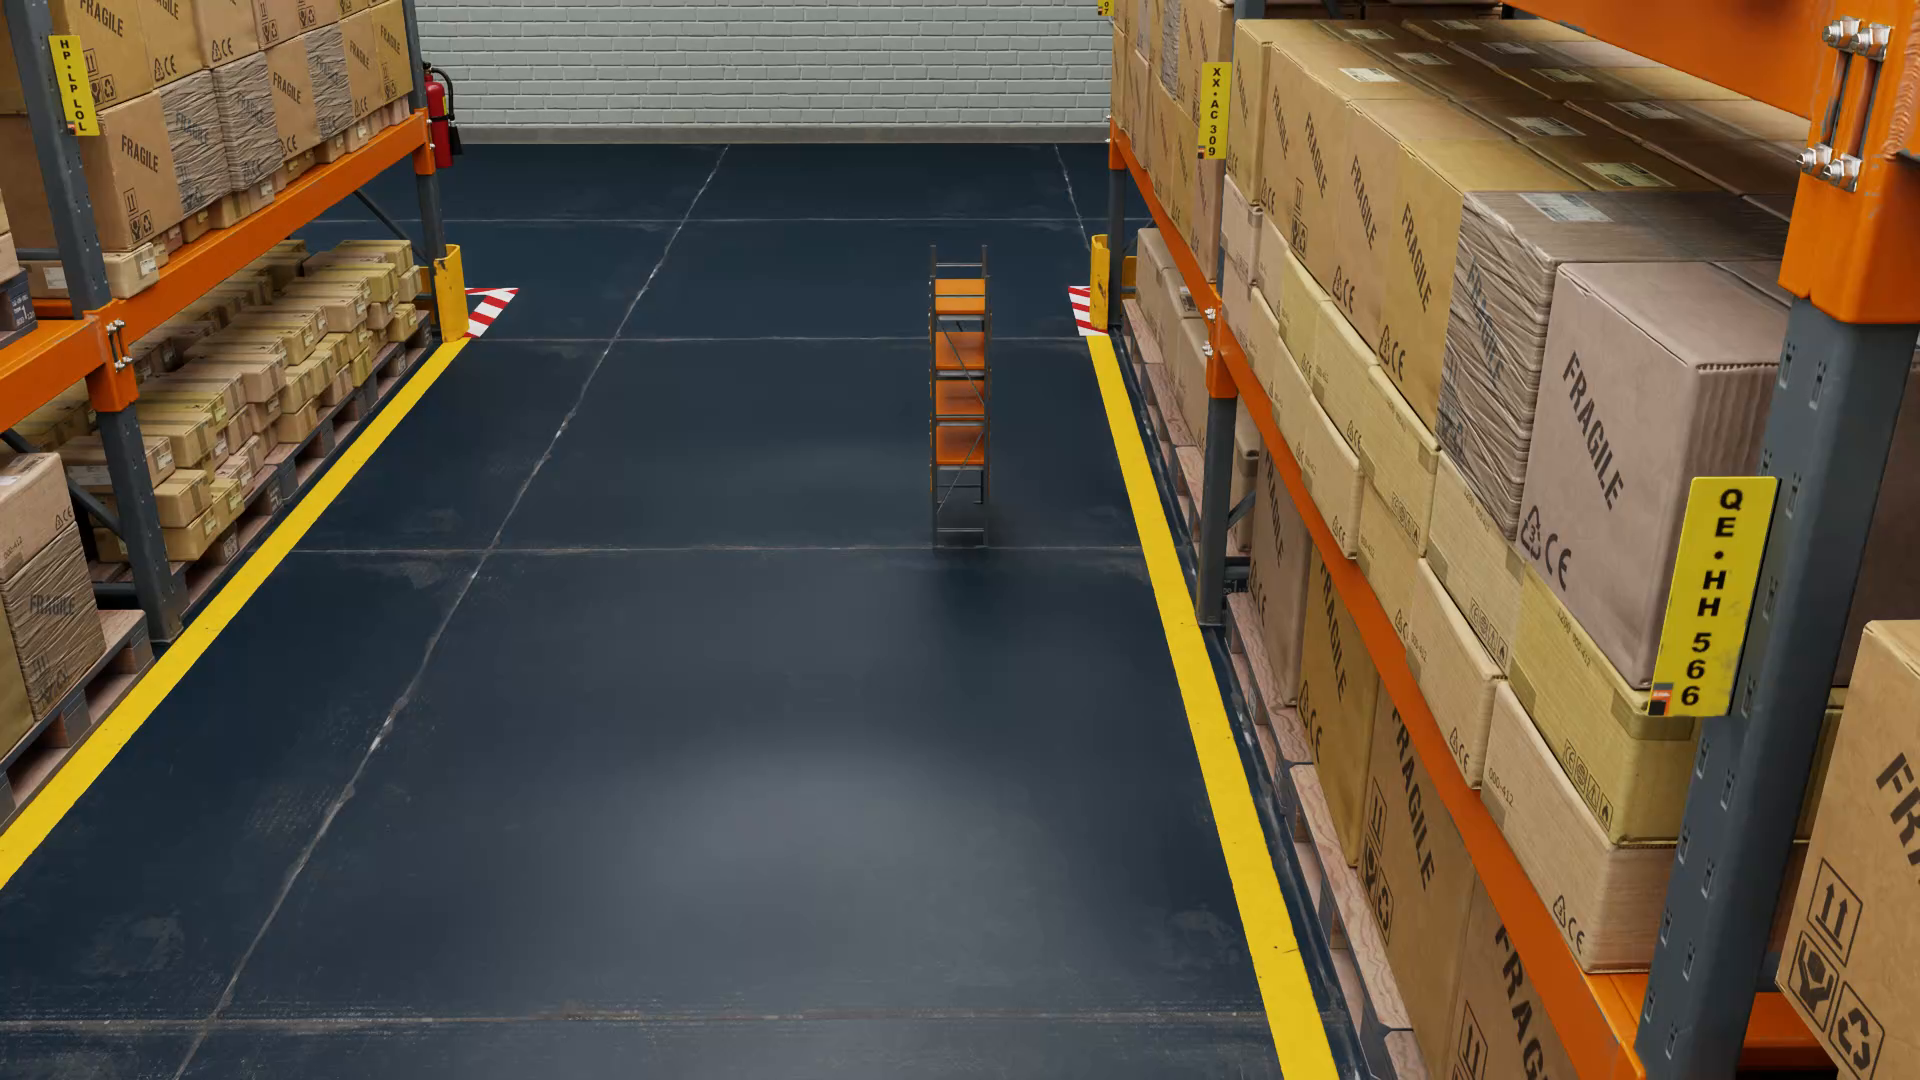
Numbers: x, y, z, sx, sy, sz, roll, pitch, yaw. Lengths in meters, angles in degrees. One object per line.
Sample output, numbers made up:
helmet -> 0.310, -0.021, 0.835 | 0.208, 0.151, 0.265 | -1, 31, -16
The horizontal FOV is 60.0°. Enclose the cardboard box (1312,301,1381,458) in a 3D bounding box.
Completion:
cardboard box -> 1.175, -0.396, 4.061 | 0.500, 0.250, 0.500 | -1, 24, -2

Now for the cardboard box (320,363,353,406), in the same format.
cardboard box -> -3.261, -0.777, 8.278 | 0.380, 0.149, 0.250 | 0, 24, 0

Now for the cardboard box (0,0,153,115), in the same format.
cardboard box -> -3.278, -1.810, 5.917 | 0.500, 0.500, 0.500 | 0, 24, 1

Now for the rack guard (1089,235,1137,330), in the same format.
rack guard -> 1.388, -1.570, 10.114 | 1.175, 0.500, 0.348 | 0, 24, -1

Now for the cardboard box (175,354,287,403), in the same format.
cardboard box -> -3.256, -0.723, 7.437 | 0.380, 0.149, 0.250 | 0, 24, 1

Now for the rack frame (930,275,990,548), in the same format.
rack frame -> 0.001, -0.514, 6.931 | 0.240, 1.200, 0.015 | 0, 24, -1

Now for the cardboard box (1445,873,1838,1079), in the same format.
cardboard box -> 1.551, 1.090, 3.270 | 0.875, 0.875, 0.875 | 0, 24, -1

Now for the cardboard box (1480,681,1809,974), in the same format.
cardboard box -> 1.210, 0.459, 2.777 | 0.500, 0.250, 0.500 | -1, 24, -2

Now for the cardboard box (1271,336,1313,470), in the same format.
cardboard box -> 1.169, -0.375, 4.621 | 0.500, 0.250, 0.500 | 0, 24, -1

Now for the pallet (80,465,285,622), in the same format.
pallet -> -3.560, 0.007, 6.977 | 1.003, 0.211, 1.213 | 0, 24, -1

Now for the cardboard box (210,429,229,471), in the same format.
cardboard box -> -3.332, -0.369, 7.016 | 0.380, 0.149, 0.250 | 0, 24, -1

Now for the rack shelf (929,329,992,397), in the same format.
rack shelf -> -0.002, -0.757, 7.089 | 0.258, 0.148, 0.480 | 0, 24, -1

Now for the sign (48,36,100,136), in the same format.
sign -> -2.962, -1.518, 5.561 | 0.100, 0.325, 0.005 | 0, 24, -1

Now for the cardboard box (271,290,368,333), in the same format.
cardboard box -> -3.228, -1.154, 8.389 | 0.380, 0.149, 0.250 | 1, 24, 1

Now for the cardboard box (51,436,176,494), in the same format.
cardboard box -> -3.314, -0.293, 6.485 | 0.380, 0.149, 0.250 | 1, 24, 2

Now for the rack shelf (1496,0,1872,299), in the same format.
rack shelf -> 1.453, -1.265, 3.640 | 1.077, 0.370, 4.000 | 0, 24, -1

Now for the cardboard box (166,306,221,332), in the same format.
cardboard box -> -3.860, -1.039, 8.134 | 0.380, 0.149, 0.250 | 0, 24, 0

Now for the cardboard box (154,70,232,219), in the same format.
cardboard box -> -3.283, -1.577, 6.614 | 0.500, 0.500, 0.500 | 0, 24, -1

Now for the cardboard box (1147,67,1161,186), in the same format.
cardboard box -> 1.149, -1.921, 7.736 | 0.500, 0.500, 0.500 | 1, 24, 1

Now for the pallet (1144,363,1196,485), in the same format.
pallet -> 1.485, -0.597, 8.315 | 1.003, 0.211, 1.213 | 0, 24, -1

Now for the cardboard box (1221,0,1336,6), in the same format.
cardboard box -> 1.110, -1.973, 5.850 | 0.380, 0.149, 0.250 | -1, 24, -2

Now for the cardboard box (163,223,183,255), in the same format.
cardboard box -> -3.325, -1.206, 6.581 | 0.380, 0.149, 0.250 | -1, 24, -3

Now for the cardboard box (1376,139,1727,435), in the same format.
cardboard box -> 1.195, -0.531, 3.450 | 0.500, 0.500, 0.500 | 0, 24, -1

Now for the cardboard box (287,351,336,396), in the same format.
cardboard box -> -3.229, -0.800, 7.968 | 0.380, 0.149, 0.250 | 0, 24, 0

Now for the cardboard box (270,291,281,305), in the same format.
cardboard box -> -3.774, -1.232, 8.923 | 0.380, 0.149, 0.250 | 0, 24, 0

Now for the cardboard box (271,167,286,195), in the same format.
cardboard box -> -3.305, -1.643, 7.547 | 0.380, 0.149, 0.250 | 1, 24, 1

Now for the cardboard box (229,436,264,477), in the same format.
cardboard box -> -3.310, -0.347, 7.326 | 0.380, 0.149, 0.250 | -1, 24, -2

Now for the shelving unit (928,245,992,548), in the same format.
shelving unit -> -0.002, -0.615, 7.154 | 0.258, 1.200, 0.503 | 0, 24, -1

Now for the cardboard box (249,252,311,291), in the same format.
cardboard box -> -3.771, -1.468, 9.083 | 0.380, 0.149, 0.250 | 0, 24, 0

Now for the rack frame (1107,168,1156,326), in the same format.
rack frame -> 1.388, -2.699, 9.577 | 1.000, 3.000, 0.127 | 0, 24, -1

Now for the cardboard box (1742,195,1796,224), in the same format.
cardboard box -> 1.699, -0.312, 2.965 | 0.500, 0.500, 0.500 | 0, 24, 0

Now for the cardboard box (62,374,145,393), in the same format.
cardboard box -> -3.758, -0.610, 7.187 | 0.380, 0.149, 0.250 | 1, 24, 1

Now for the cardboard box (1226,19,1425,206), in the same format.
cardboard box -> 1.149, -1.369, 5.302 | 0.500, 0.500, 0.500 | 0, 24, 0

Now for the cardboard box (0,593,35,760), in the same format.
cardboard box -> -3.252, 0.476, 5.081 | 0.500, 0.500, 0.500 | -1, 24, -2

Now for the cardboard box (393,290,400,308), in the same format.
cardboard box -> -3.320, -1.339, 9.158 | 0.380, 0.149, 0.250 | -1, 24, -2

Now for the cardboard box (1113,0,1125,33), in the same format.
cardboard box -> 1.108, -3.001, 8.910 | 0.500, 0.500, 0.500 | -1, 24, -2

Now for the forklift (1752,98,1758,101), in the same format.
forklift -> 3.602, -1.499, 7.009 | 3.031, 2.935, 1.130 | 14, 28, 28

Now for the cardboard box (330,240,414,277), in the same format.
cardboard box -> -3.301, -1.581, 9.334 | 0.380, 0.149, 0.250 | 0, 24, 0

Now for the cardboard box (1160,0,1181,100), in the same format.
cardboard box -> 1.138, -2.164, 7.059 | 0.500, 0.500, 0.500 | 0, 24, 0

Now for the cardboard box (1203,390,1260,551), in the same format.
cardboard box -> 1.532, -0.334, 6.947 | 0.875, 0.438, 0.875 | -1, 24, -1

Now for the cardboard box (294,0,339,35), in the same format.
cardboard box -> -3.287, -2.661, 7.798 | 0.500, 0.500, 0.500 | 1, 24, 2

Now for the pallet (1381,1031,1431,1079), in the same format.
pallet -> 1.542, 1.543, 3.582 | 1.003, 0.211, 1.213 | 0, 24, -1

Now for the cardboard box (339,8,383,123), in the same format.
cardboard box -> -3.298, -2.420, 8.477 | 0.500, 0.500, 0.500 | -1, 24, -1

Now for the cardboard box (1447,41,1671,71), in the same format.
cardboard box -> 1.701, -1.155, 4.830 | 0.500, 0.500, 0.500 | 0, 24, 0

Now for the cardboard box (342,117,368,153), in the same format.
cardboard box -> -3.265, -2.076, 8.506 | 0.380, 0.149, 0.250 | 0, 24, 1

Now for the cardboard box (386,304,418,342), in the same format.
cardboard box -> -3.242, -1.206, 9.226 | 0.380, 0.149, 0.250 | 0, 24, 1
